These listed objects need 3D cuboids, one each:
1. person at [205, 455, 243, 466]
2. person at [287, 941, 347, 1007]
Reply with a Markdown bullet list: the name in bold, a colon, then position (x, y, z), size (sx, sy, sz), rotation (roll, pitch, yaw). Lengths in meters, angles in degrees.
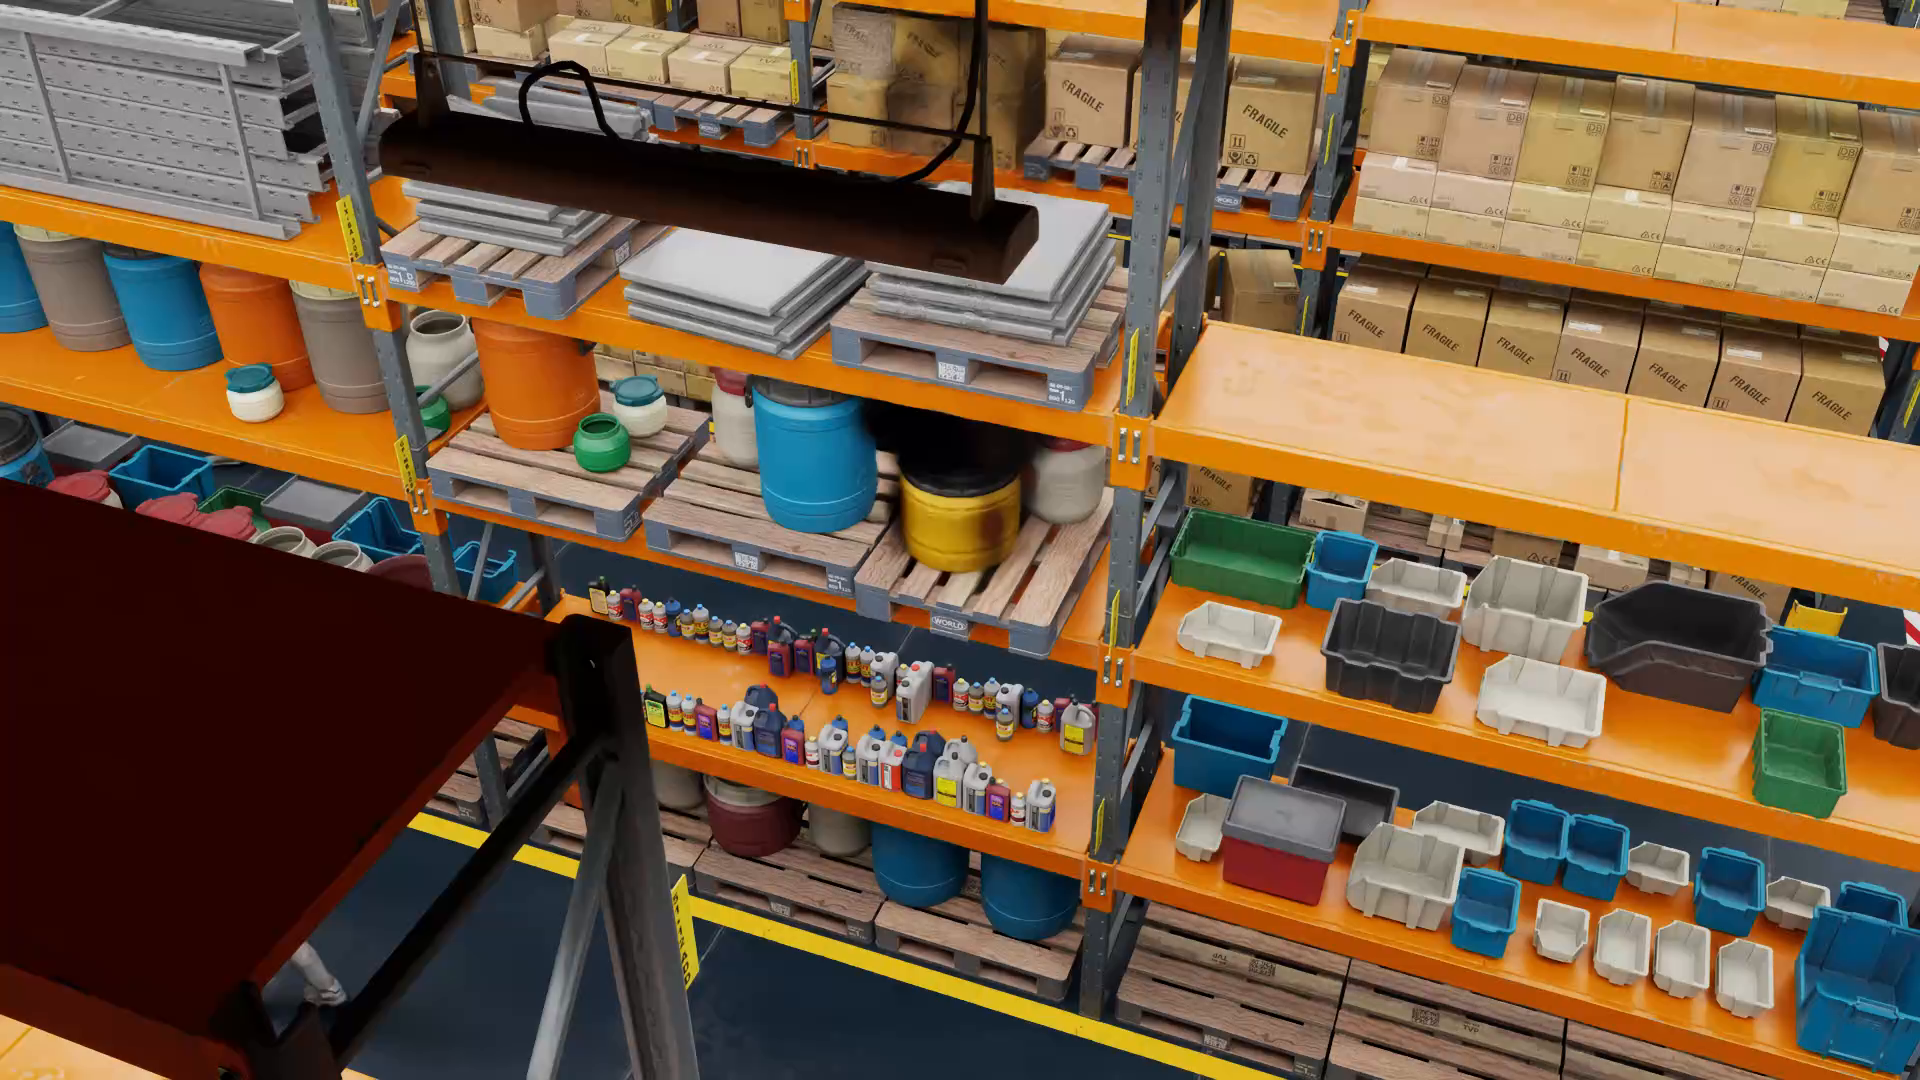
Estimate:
- **person**: position (-6.272, -1.355, 13.840), size (0.763, 1.667, 0.649), rotation (5, 37, 7)
- **person**: position (-3.954, 2.014, 9.206), size (0.839, 1.793, 0.728), rotation (6, 37, 8)
